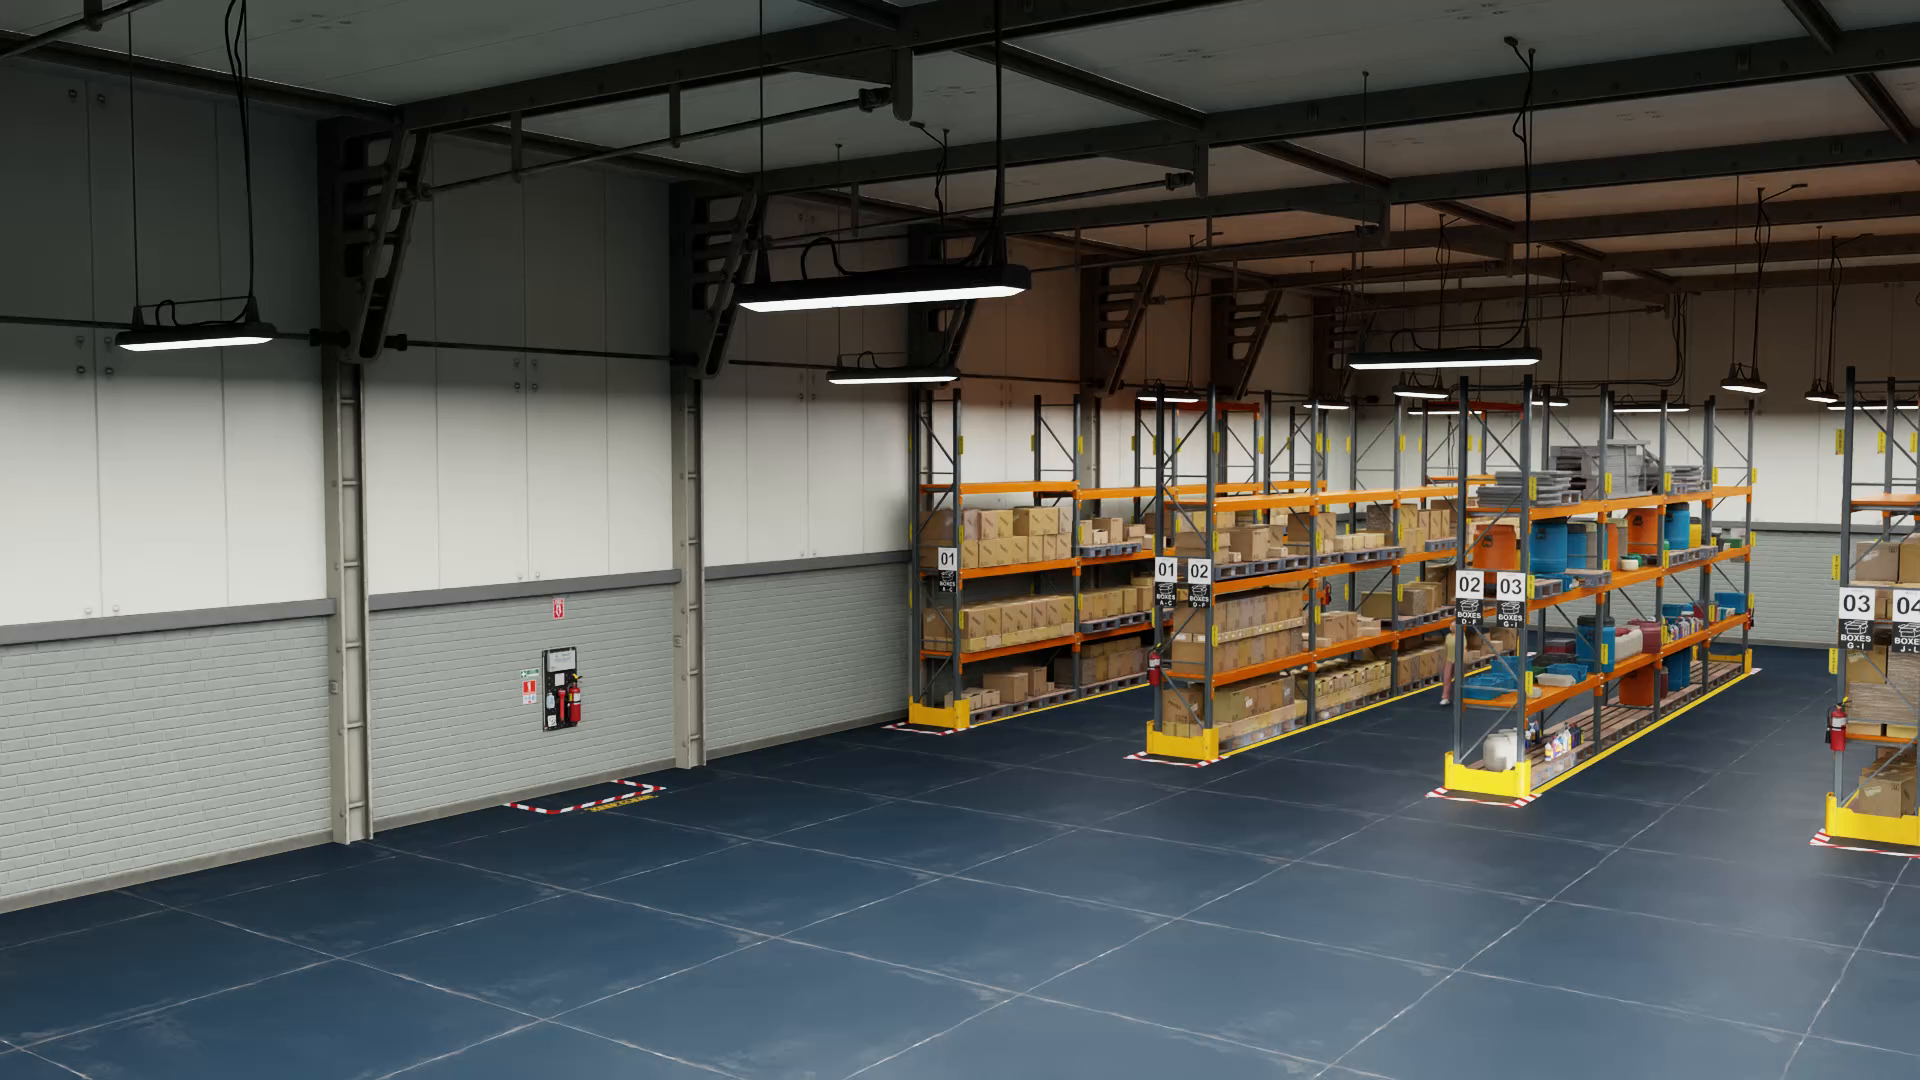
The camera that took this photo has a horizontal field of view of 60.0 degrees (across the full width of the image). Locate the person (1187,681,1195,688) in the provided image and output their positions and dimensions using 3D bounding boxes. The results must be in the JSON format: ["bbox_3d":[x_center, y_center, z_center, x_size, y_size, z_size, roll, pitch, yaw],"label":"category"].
[{"bbox_3d":[4.806,2.152,34.147,0.465,1.785,0.589,-1,3,-13],"label":"person"}]

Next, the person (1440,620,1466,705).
[{"bbox_3d":[9.543,2.353,32.050,0.426,1.608,1.088,2,4,28],"label":"person"}]

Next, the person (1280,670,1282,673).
[{"bbox_3d":[6.598,2.192,34.986,0.493,1.614,1.080,2,4,32],"label":"person"}]
